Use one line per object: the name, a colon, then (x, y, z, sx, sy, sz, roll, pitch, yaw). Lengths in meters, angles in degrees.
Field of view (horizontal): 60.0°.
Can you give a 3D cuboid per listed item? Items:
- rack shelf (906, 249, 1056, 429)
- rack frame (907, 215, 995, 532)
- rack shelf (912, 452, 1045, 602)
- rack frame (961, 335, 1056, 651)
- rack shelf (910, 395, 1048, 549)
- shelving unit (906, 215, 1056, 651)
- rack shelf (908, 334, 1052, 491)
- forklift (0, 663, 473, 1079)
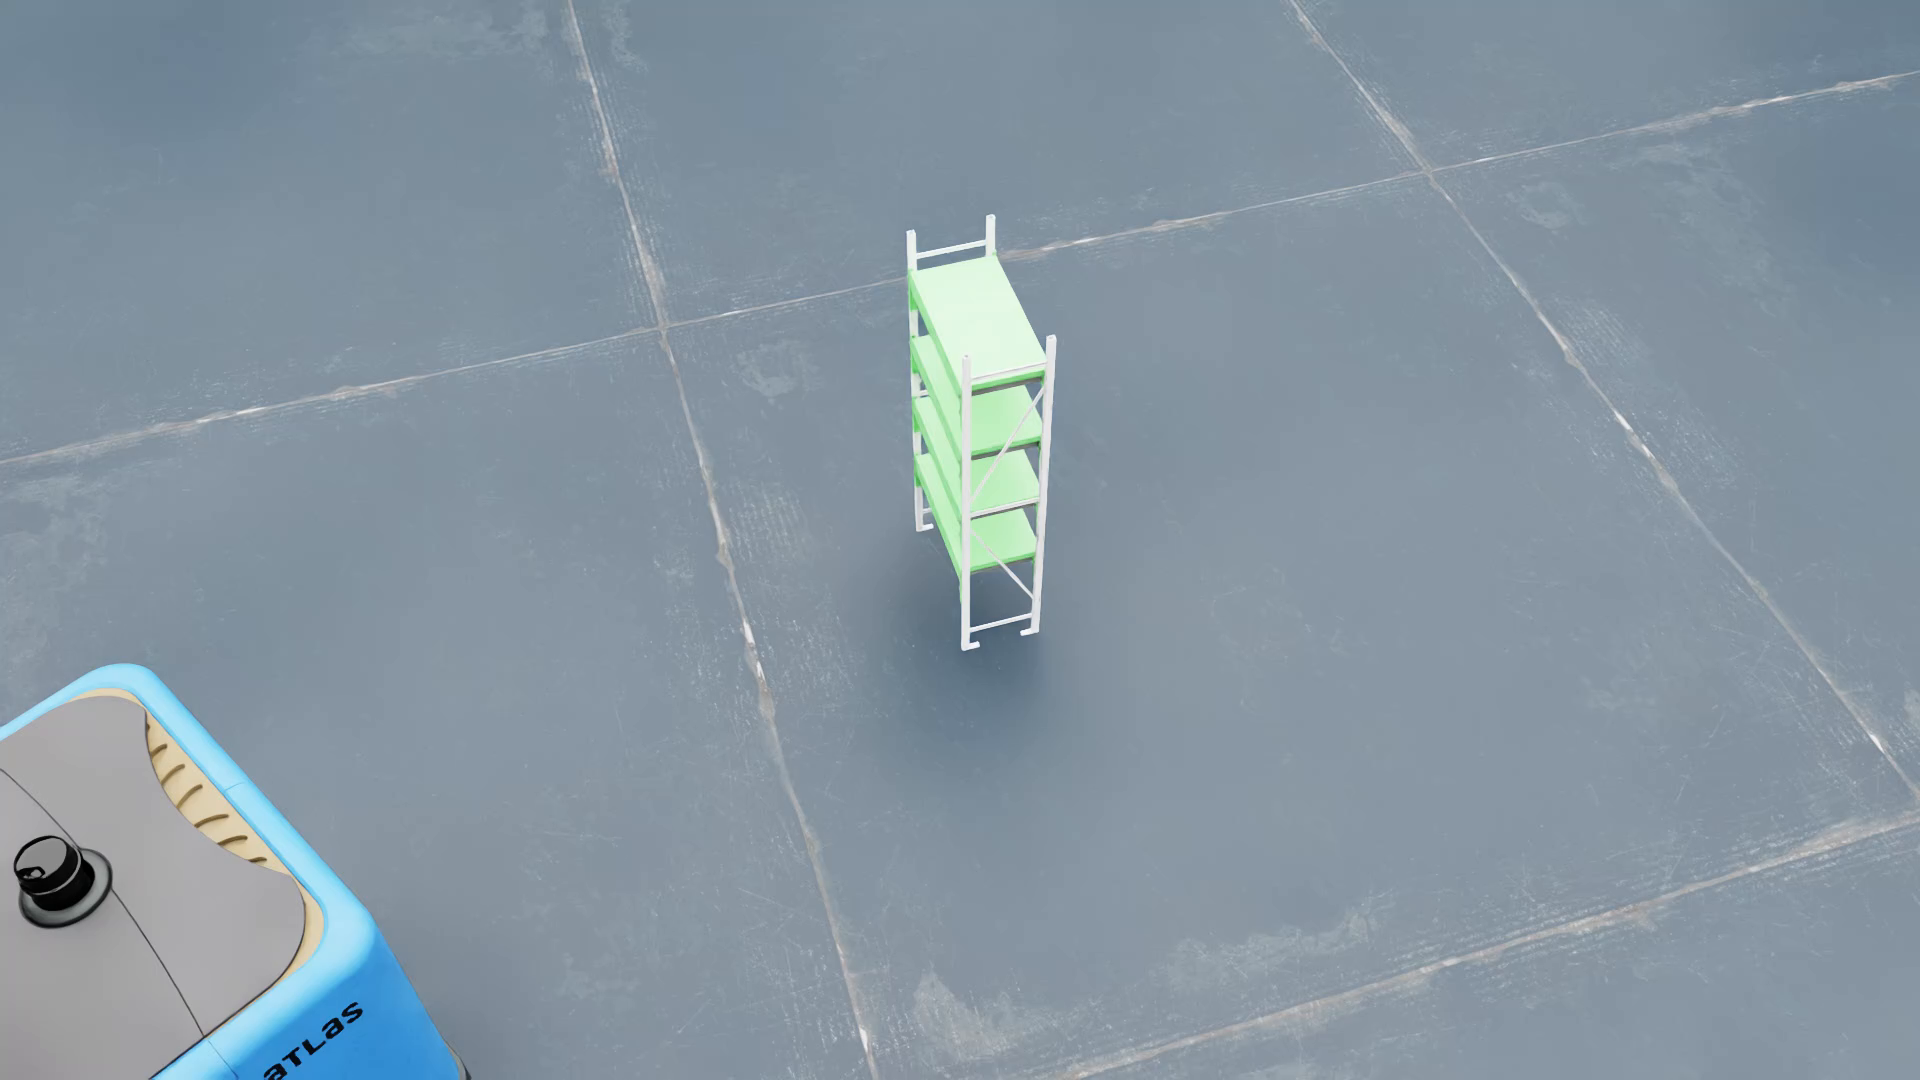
rack shelf: (0.049, -0.534, 4.371, 0.258, 0.148, 0.480, -13, 51, -11)
rack frame: (-0.023, -0.444, 4.840, 0.240, 1.200, 0.015, -13, 51, -11)
rack shelf: (0.049, -0.070, 4.922, 0.258, 0.148, 0.480, -13, 51, -11)
rack frame: (0.121, -0.088, 4.539, 0.240, 1.200, 0.015, -13, 51, -11)
rack shelf: (0.049, -0.225, 4.738, 0.258, 0.148, 0.480, -13, 51, -11)
shelving unit: (0.049, -0.266, 4.689, 0.258, 1.200, 0.503, -13, 51, -11)
rack shelf: (0.049, -0.379, 4.555, 0.258, 0.148, 0.480, -13, 51, -11)
forklift: (-2.509, 1.062, 2.438, 1.130, 2.935, 3.031, 36, 59, 26)
